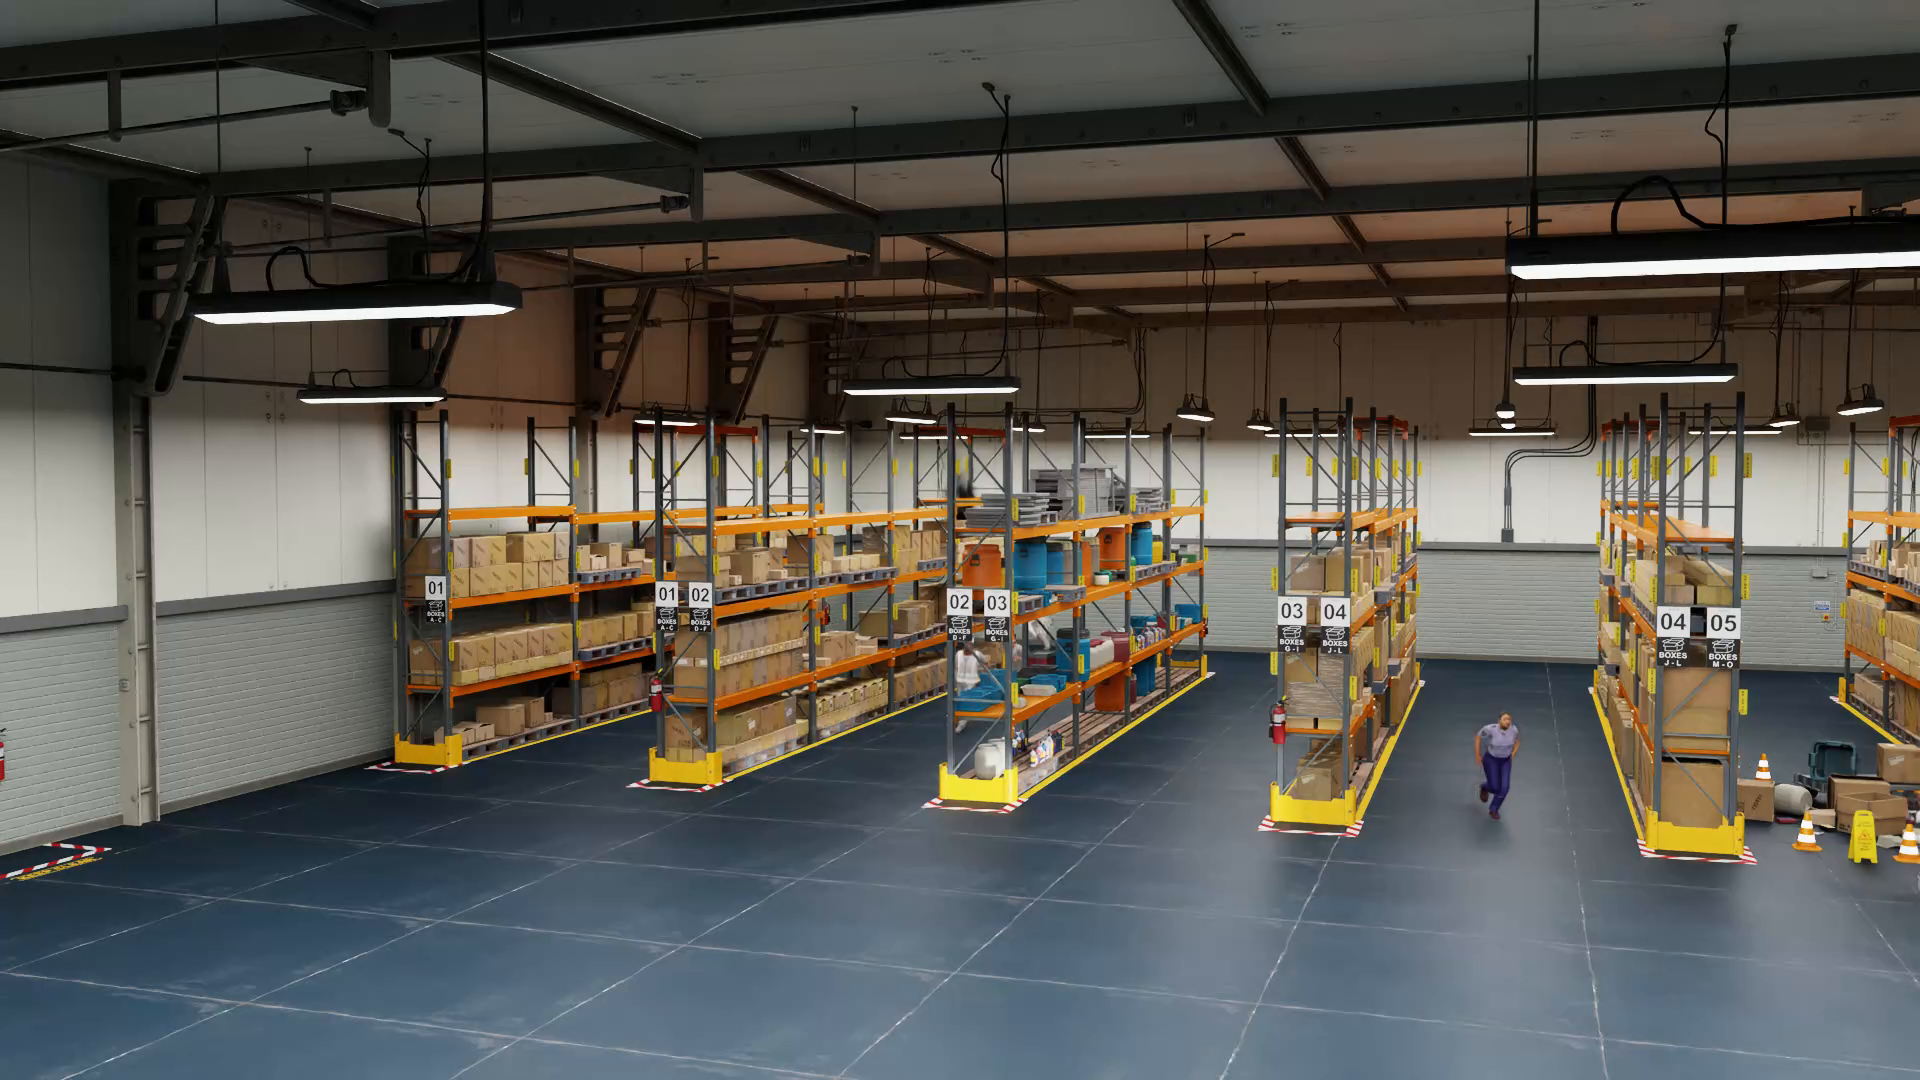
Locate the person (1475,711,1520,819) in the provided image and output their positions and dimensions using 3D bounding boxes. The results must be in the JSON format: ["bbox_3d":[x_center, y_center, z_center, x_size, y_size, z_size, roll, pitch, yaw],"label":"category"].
[{"bbox_3d":[7.711,3.223,23.873,0.597,1.563,0.699,0,2,-9],"label":"person"}]

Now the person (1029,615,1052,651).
[{"bbox_3d":[2.072,2.387,41.969,0.669,1.683,0.632,-2,3,-36],"label":"person"}]

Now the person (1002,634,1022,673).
[{"bbox_3d":[1.120,2.716,34.265,0.561,1.655,0.916,1,3,15],"label":"person"}]

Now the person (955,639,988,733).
[{"bbox_3d":[0.119,2.739,31.767,0.722,1.785,0.995,1,3,16],"label":"person"}]
